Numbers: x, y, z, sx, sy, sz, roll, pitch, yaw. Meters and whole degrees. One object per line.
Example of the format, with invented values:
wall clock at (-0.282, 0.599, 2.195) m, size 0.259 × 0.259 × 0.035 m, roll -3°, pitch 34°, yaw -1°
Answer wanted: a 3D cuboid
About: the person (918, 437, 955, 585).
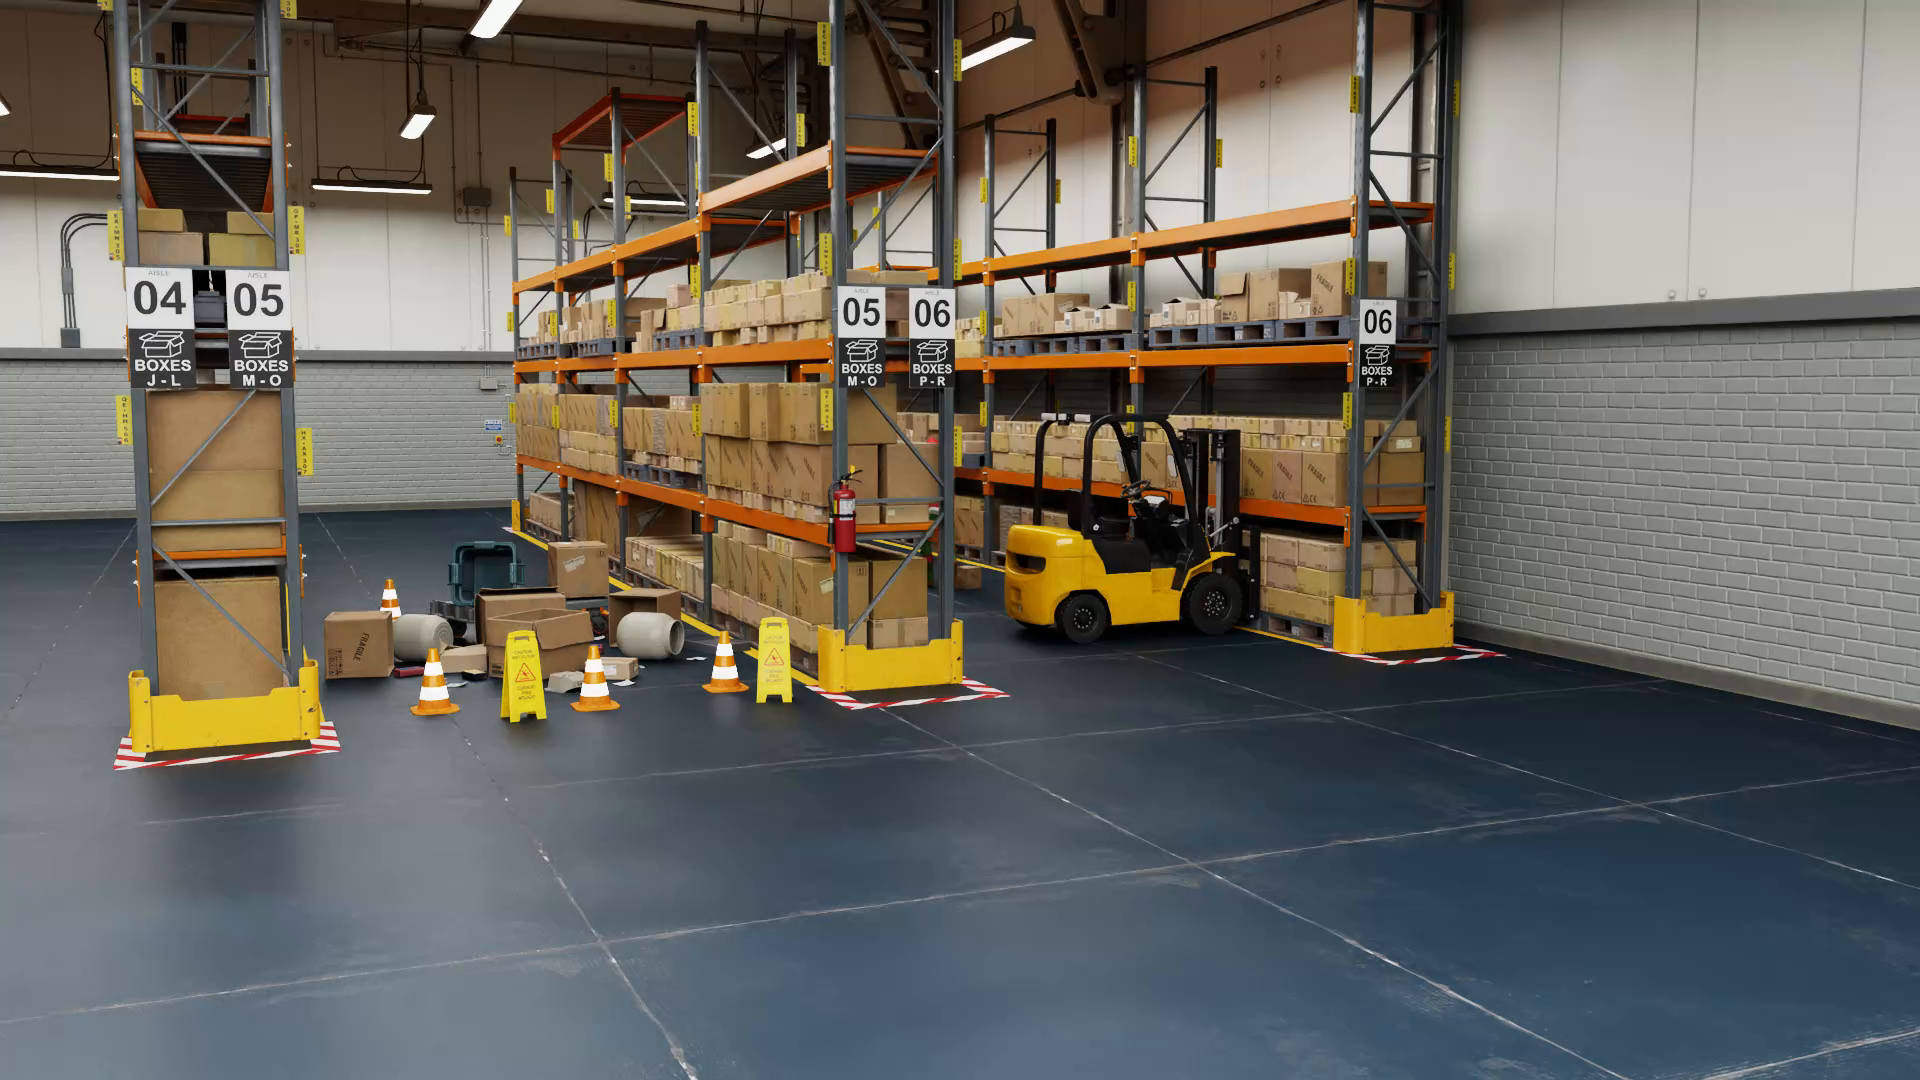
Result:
person at (-0.308, -0.342, 19.991) m, size 0.590 × 1.778 × 0.629 m, roll -3°, pitch 6°, yaw -28°
